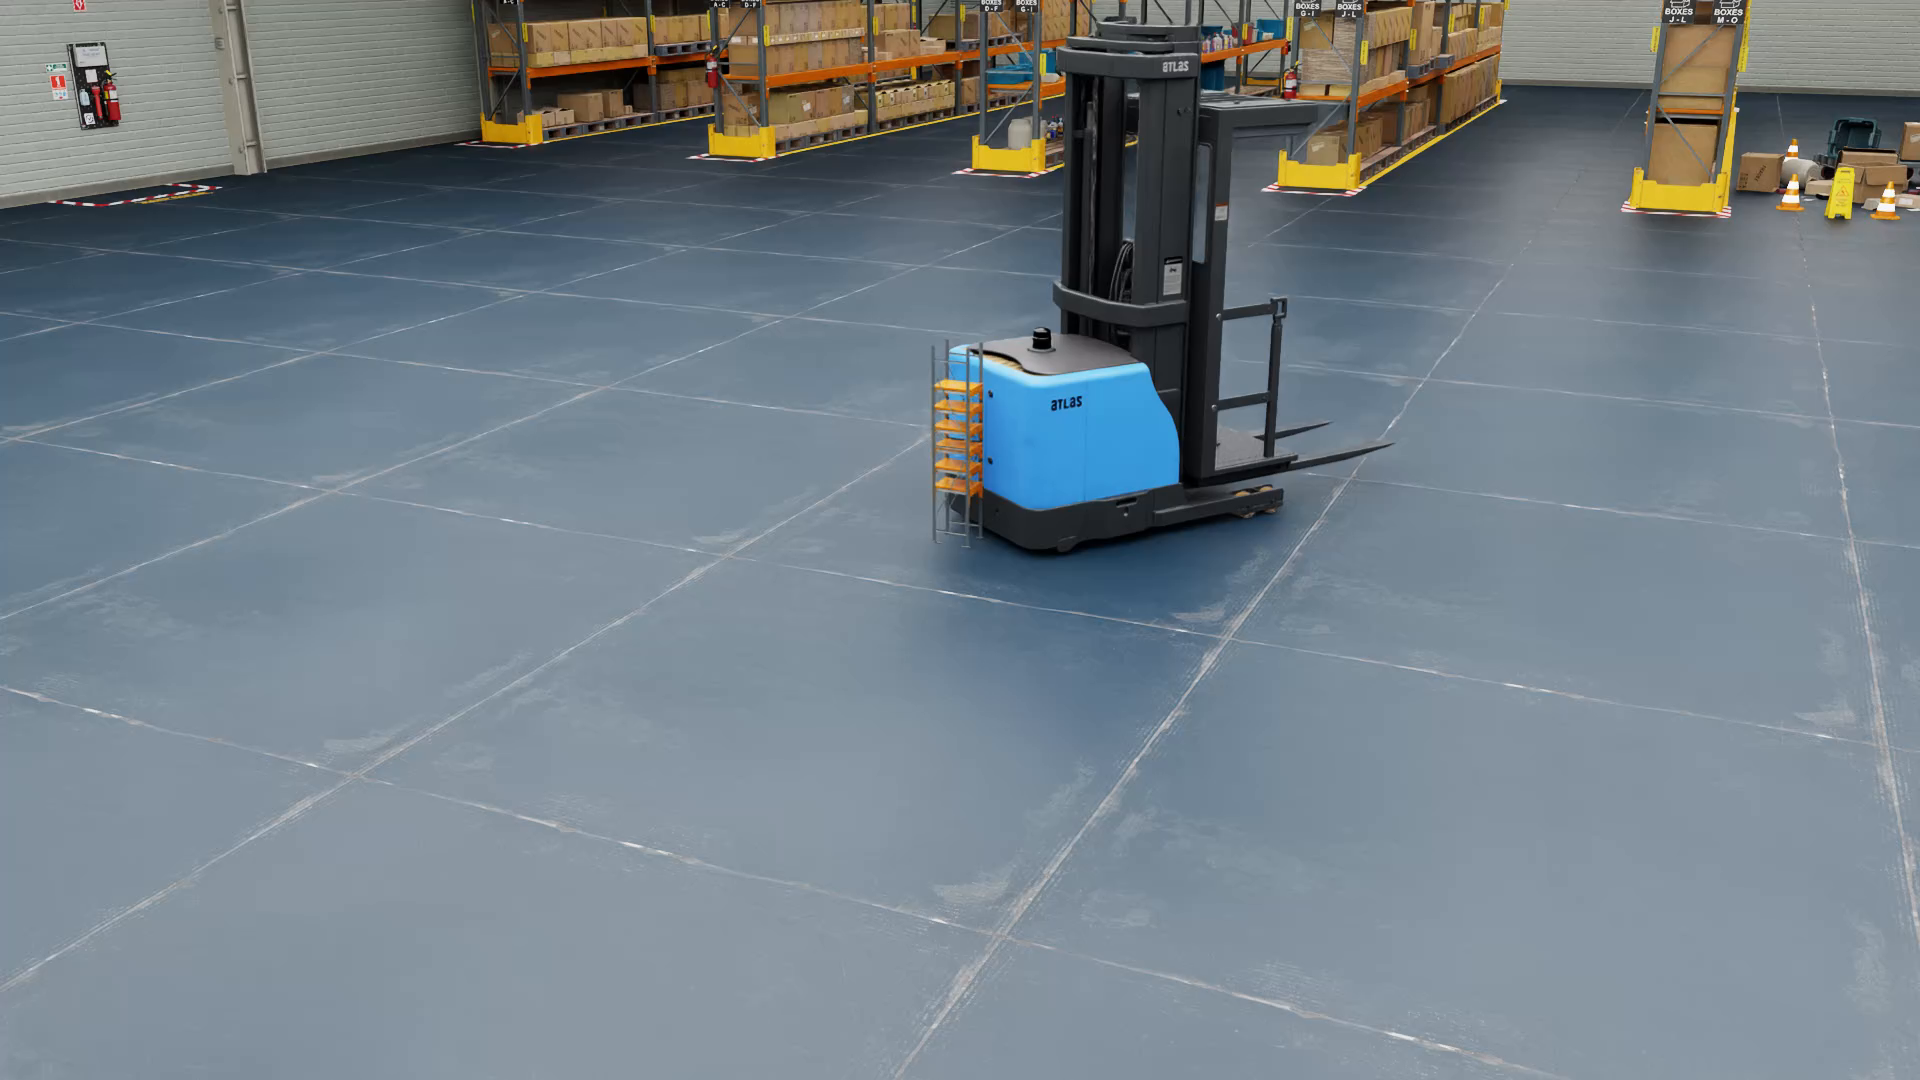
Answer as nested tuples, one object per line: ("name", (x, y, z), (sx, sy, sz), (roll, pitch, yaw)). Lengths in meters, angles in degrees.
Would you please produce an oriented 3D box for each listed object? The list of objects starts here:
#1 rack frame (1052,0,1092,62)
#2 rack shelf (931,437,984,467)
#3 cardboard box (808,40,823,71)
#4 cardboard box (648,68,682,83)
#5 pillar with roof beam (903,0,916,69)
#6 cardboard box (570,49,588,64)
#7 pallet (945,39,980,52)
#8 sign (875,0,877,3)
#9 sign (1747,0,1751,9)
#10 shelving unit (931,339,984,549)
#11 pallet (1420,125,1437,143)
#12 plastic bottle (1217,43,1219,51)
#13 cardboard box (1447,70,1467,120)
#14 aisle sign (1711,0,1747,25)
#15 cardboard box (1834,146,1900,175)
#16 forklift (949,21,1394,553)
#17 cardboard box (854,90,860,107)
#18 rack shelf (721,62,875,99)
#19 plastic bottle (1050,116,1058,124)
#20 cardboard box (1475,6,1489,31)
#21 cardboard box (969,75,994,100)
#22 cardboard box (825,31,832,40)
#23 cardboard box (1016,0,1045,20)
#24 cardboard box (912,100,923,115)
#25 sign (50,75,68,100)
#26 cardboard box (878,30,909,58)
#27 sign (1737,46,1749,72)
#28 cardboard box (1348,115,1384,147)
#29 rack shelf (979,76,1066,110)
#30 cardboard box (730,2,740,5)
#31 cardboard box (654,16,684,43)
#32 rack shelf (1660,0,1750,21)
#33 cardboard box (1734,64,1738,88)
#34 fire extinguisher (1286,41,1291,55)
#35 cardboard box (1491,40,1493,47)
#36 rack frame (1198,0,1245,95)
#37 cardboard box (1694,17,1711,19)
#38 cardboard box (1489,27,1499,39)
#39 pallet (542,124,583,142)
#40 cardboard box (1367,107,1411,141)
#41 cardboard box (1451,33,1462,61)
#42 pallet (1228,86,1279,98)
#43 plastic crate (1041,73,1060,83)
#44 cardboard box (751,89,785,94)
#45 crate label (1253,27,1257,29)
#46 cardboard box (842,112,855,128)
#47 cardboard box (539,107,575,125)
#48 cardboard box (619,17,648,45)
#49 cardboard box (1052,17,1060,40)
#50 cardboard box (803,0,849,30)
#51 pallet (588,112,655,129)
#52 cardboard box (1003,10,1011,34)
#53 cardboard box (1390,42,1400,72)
("rack frame", (2.825, -12.922, 41.827), (1.000, 3.000, 0.127), (9, 21, 23))
("rack shelf", (-0.015, -0.518, 9.767), (0.258, 0.103, 0.180), (9, 21, 24))
("cardboard box", (-2.893, -8.692, 29.785), (0.700, 0.500, 0.500), (9, 22, 24))
("cardboard box", (-6.146, -9.677, 34.658), (0.500, 0.250, 0.500), (8, 21, 22))
("pillar with roof beam", (2.548, -16.780, 43.723), (9.100, 9.000, 0.400), (9, 21, 23))
("cardboard box", (-7.345, -9.069, 31.188), (0.500, 0.250, 0.500), (8, 21, 22))
("pallet", (-0.237, -10.603, 35.592), (1.213, 0.211, 1.003), (9, 21, 23))
("sign", (-2.200, -14.124, 43.796), (0.100, 0.325, 0.005), (9, 21, 23))
("sign", (16.843, -11.462, 35.523), (0.100, 0.325, 0.005), (9, 21, 23))
("shelving unit", (-0.015, -0.560, 9.752), (0.258, 1.200, 0.189), (9, 21, 24))
("pallet", (8.264, -7.563, 30.921), (1.003, 0.211, 1.213), (9, 21, 23))
("plastic bottle", (5.404, -10.414, 35.070), (0.097, 0.201, 0.097), (0, 20, 0))
("cardboard box", (9.259, -8.792, 32.759), (1.225, 0.875, 0.875), (9, 21, 23))
("aisle sign", (10.038, -7.121, 21.635), (0.394, 0.787, 0.004), (9, 21, 23))
("cardboard box", (13.135, -5.370, 24.114), (0.797, 0.637, 0.503), (9, 21, 23))
("forklift", (1.439, -1.655, 10.249), (3.031, 2.935, 1.130), (-11, 23, -29))
("cardboard box", (-2.185, -8.583, 32.267), (0.500, 0.311, 0.500), (9, 21, 23))
("rack shelf", (-2.908, -8.303, 29.913), (1.077, 0.370, 4.000), (9, 21, 23))
("plastic bottle", (1.642, -7.284, 29.272), (0.144, 0.351, 0.185), (8, 21, 20))
("cardboard box", (10.861, -11.022, 35.146), (0.500, 0.500, 0.500), (9, 21, 23))
("cardboard box", (0.415, -9.919, 36.458), (0.500, 0.500, 0.500), (8, 21, 22))
("cardboard box", (-2.526, -9.106, 29.979), (0.380, 0.149, 0.250), (9, 22, 24))
("cardboard box", (1.637, -12.323, 38.501), (0.500, 0.500, 0.500), (9, 22, 24))
("cardboard box", (-1.068, -8.715, 33.475), (0.500, 0.250, 0.500), (9, 21, 24))
("sign", (-12.574, -6.320, 23.209), (0.001, 0.329, 0.234), (9, 21, 23))
("cardboard box", (-1.339, -9.847, 33.032), (0.500, 0.500, 0.500), (9, 21, 23))
("sign", (10.297, -6.326, 21.870), (0.100, 0.325, 0.005), (9, 21, 23))
("cardboard box", (6.747, -6.796, 27.707), (0.500, 0.500, 0.500), (8, 21, 21))
("rack shelf", (1.610, -7.622, 27.999), (1.077, 0.370, 4.000), (9, 21, 23))
("cardboard box", (-5.023, -11.879, 37.152), (0.500, 0.250, 0.500), (9, 22, 24))
("cardboard box", (-6.135, -10.507, 34.231), (0.700, 0.500, 0.500), (11, 22, 28))
("rack shelf", (10.612, -7.645, 23.585), (1.077, 0.370, 4.000), (9, 21, 23))
("cardboard box", (11.892, -7.353, 26.017), (0.500, 0.500, 0.500), (9, 21, 23))
("fire extinguisher", (7.819, -12.013, 39.942), (0.296, 0.674, 0.183), (9, 21, 23))
("cardboard box", (11.493, -10.897, 36.509), (0.380, 0.149, 0.250), (9, 21, 23))
("rack frame", (5.705, -11.018, 36.474), (1.000, 3.000, 0.127), (9, 21, 23))
("cardboard box", (10.783, -7.323, 24.247), (0.875, 0.550, 0.550), (9, 21, 23))
("cardboard box", (11.697, -11.291, 37.022), (0.500, 0.250, 0.500), (8, 21, 22))
("pallet", (-7.852, -7.662, 31.199), (1.003, 0.211, 1.213), (9, 21, 23))
("cardboard box", (7.431, -7.251, 28.954), (0.700, 0.500, 0.500), (8, 21, 22))
("cardboard box", (9.448, -9.589, 32.307), (0.500, 0.500, 0.500), (8, 21, 22))
("pallet", (6.969, -10.680, 39.686), (1.003, 0.211, 1.213), (9, 21, 23))
("plastic crate", (1.451, -7.455, 26.849), (0.298, 0.136, 0.250), (9, 21, 23))
("cardboard box", (-3.383, -7.799, 29.779), (0.500, 0.500, 0.500), (9, 21, 23))
("crate label", (6.941, -12.160, 39.845), (0.416, 0.233, 0.303), (9, 21, 23))
("cardboard box", (-2.293, -7.833, 30.993), (0.500, 0.250, 0.500), (9, 21, 23))
("cardboard box", (-7.649, -8.023, 31.408), (0.500, 0.311, 0.500), (11, 22, 27))
("cardboard box", (-6.521, -10.037, 32.790), (0.500, 0.500, 0.500), (8, 21, 23))
("cardboard box", (2.058, -12.174, 39.575), (0.500, 0.500, 0.500), (8, 21, 22))
("cardboard box", (-2.471, -9.621, 30.459), (0.700, 0.500, 0.500), (8, 21, 23))
("pallet", (-6.852, -8.408, 33.296), (1.003, 0.211, 1.213), (9, 21, 23))
("cardboard box", (0.789, -11.830, 37.980), (0.700, 0.500, 0.500), (2, 20, 4))
("cardboard box", (6.707, -7.951, 27.257), (0.875, 0.500, 0.500), (9, 21, 23))
